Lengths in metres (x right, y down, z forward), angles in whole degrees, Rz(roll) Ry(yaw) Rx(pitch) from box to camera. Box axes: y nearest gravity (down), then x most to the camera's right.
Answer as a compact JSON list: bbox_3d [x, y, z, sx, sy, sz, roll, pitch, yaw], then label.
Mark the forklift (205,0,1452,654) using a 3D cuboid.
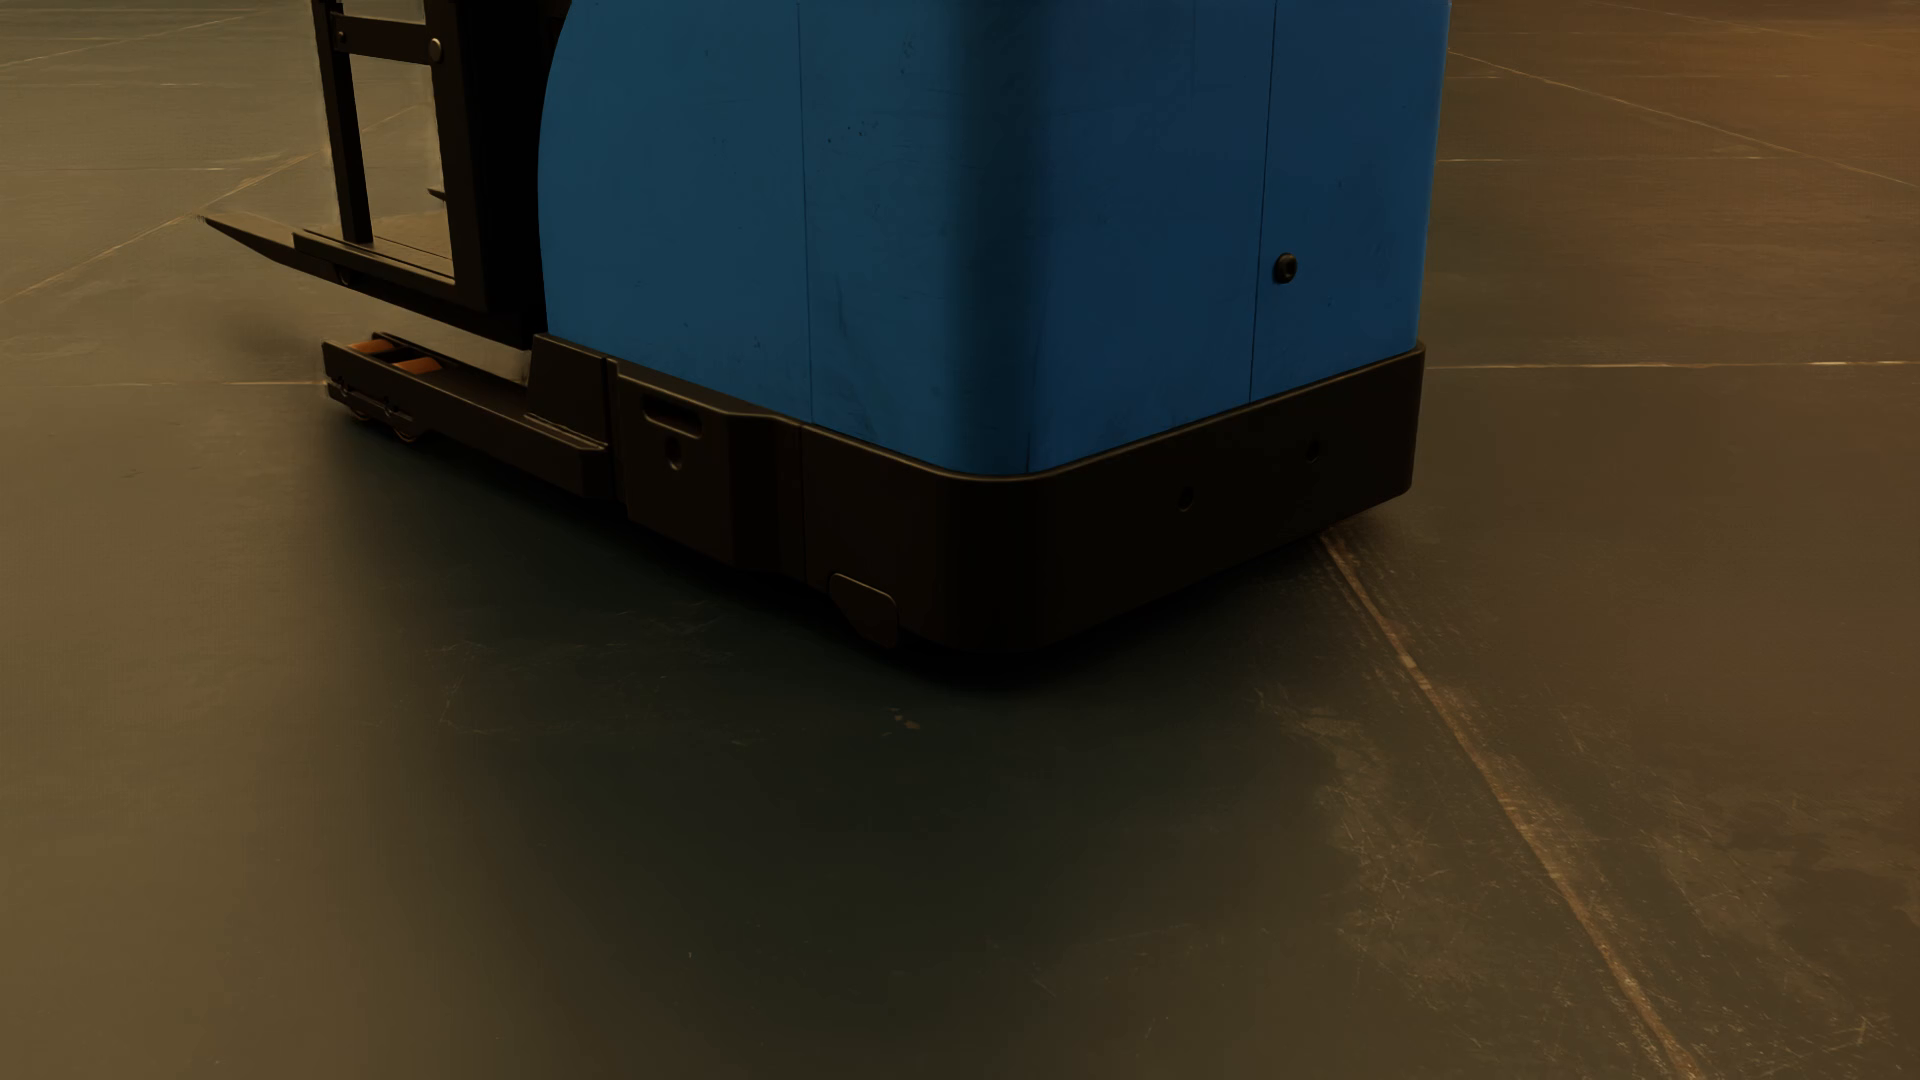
[{"bbox_3d":[-0.627,-1.664,2.965,1.130,2.935,3.031,-19,29,-40],"label":"forklift"}]
